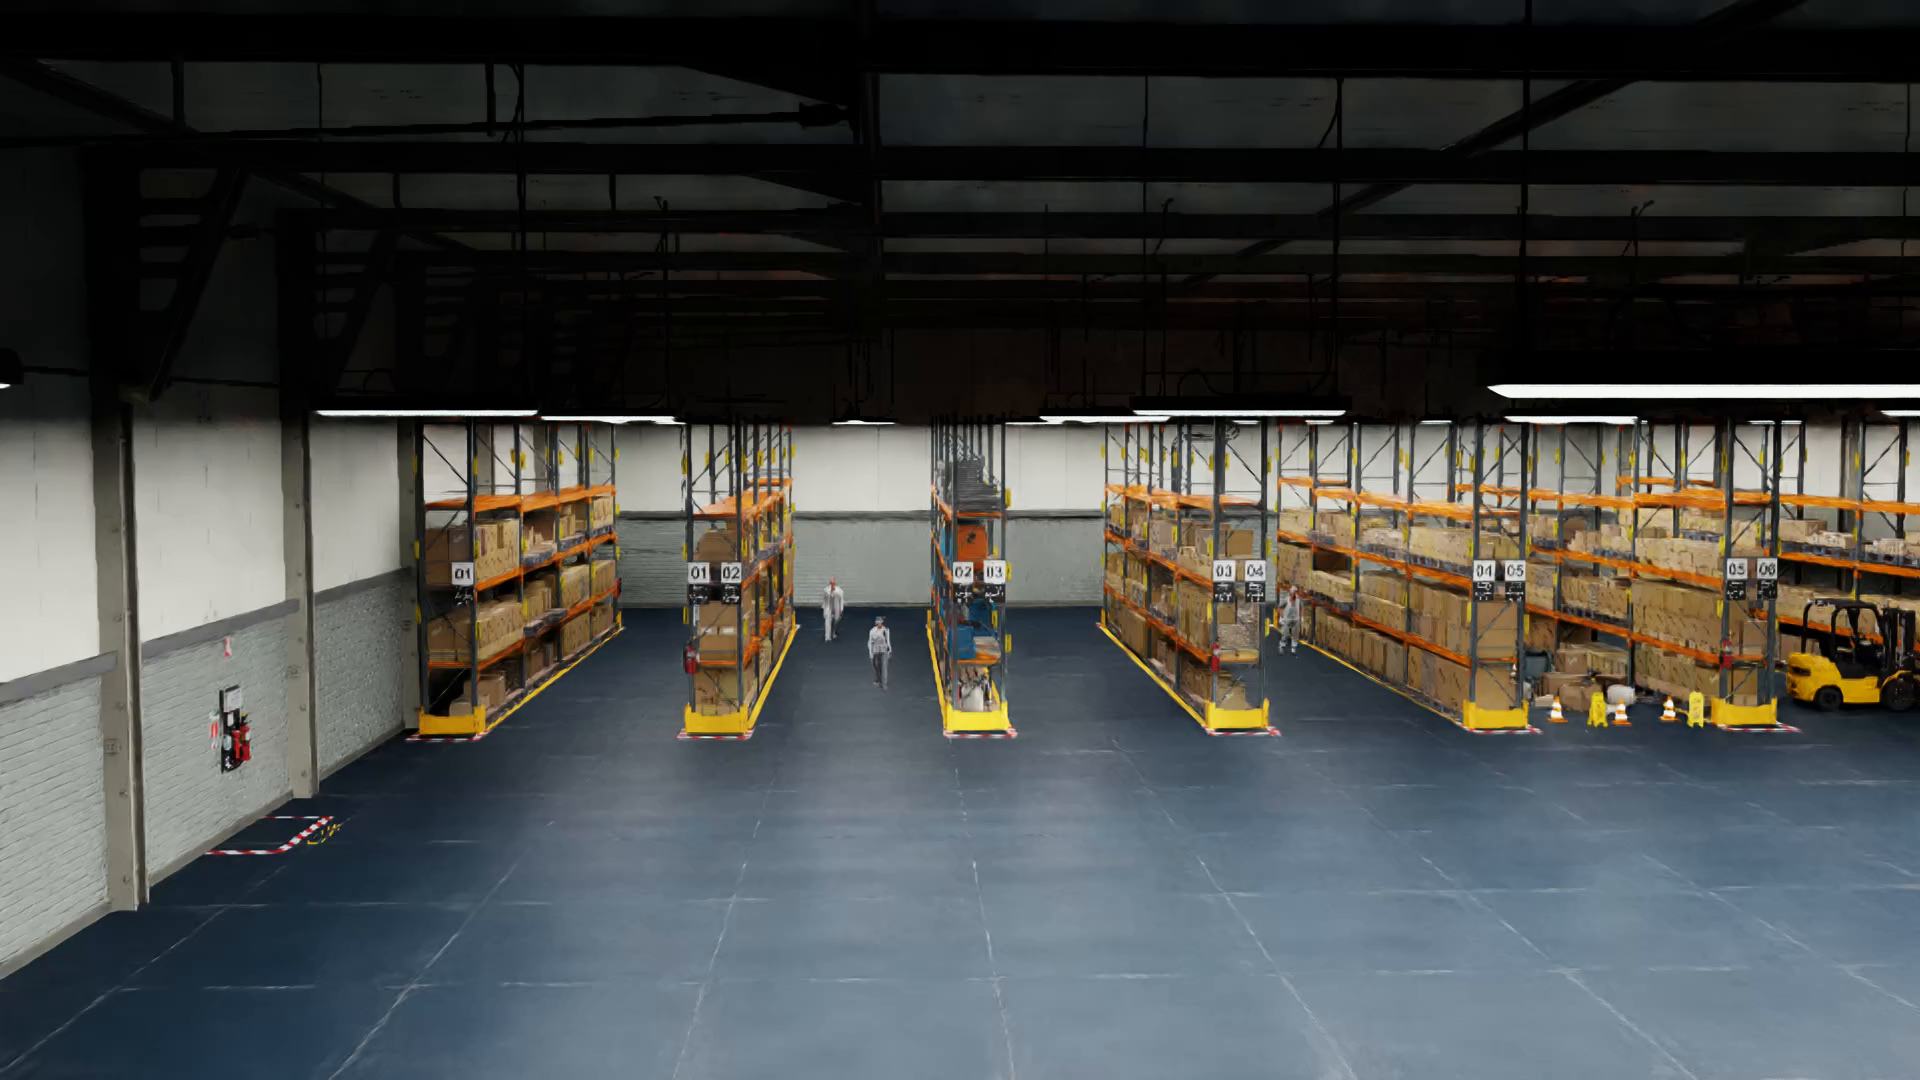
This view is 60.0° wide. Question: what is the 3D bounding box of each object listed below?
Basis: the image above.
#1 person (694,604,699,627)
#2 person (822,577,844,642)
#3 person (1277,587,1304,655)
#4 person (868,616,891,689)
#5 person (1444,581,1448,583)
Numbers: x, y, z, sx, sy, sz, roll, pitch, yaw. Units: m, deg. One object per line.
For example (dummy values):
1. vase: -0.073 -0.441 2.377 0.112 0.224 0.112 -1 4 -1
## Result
1. person: -6.617 2.018 42.520 0.495 1.587 1.086 0 4 0
2. person: -3.391 1.888 44.403 0.588 1.594 1.193 0 4 -4
3. person: 8.299 2.026 41.678 0.677 1.742 0.551 0 4 -4
4. person: -1.766 2.441 36.356 0.495 1.577 1.086 0 4 0
5. person: 13.154 1.834 44.847 0.574 1.637 0.591 1 4 10
